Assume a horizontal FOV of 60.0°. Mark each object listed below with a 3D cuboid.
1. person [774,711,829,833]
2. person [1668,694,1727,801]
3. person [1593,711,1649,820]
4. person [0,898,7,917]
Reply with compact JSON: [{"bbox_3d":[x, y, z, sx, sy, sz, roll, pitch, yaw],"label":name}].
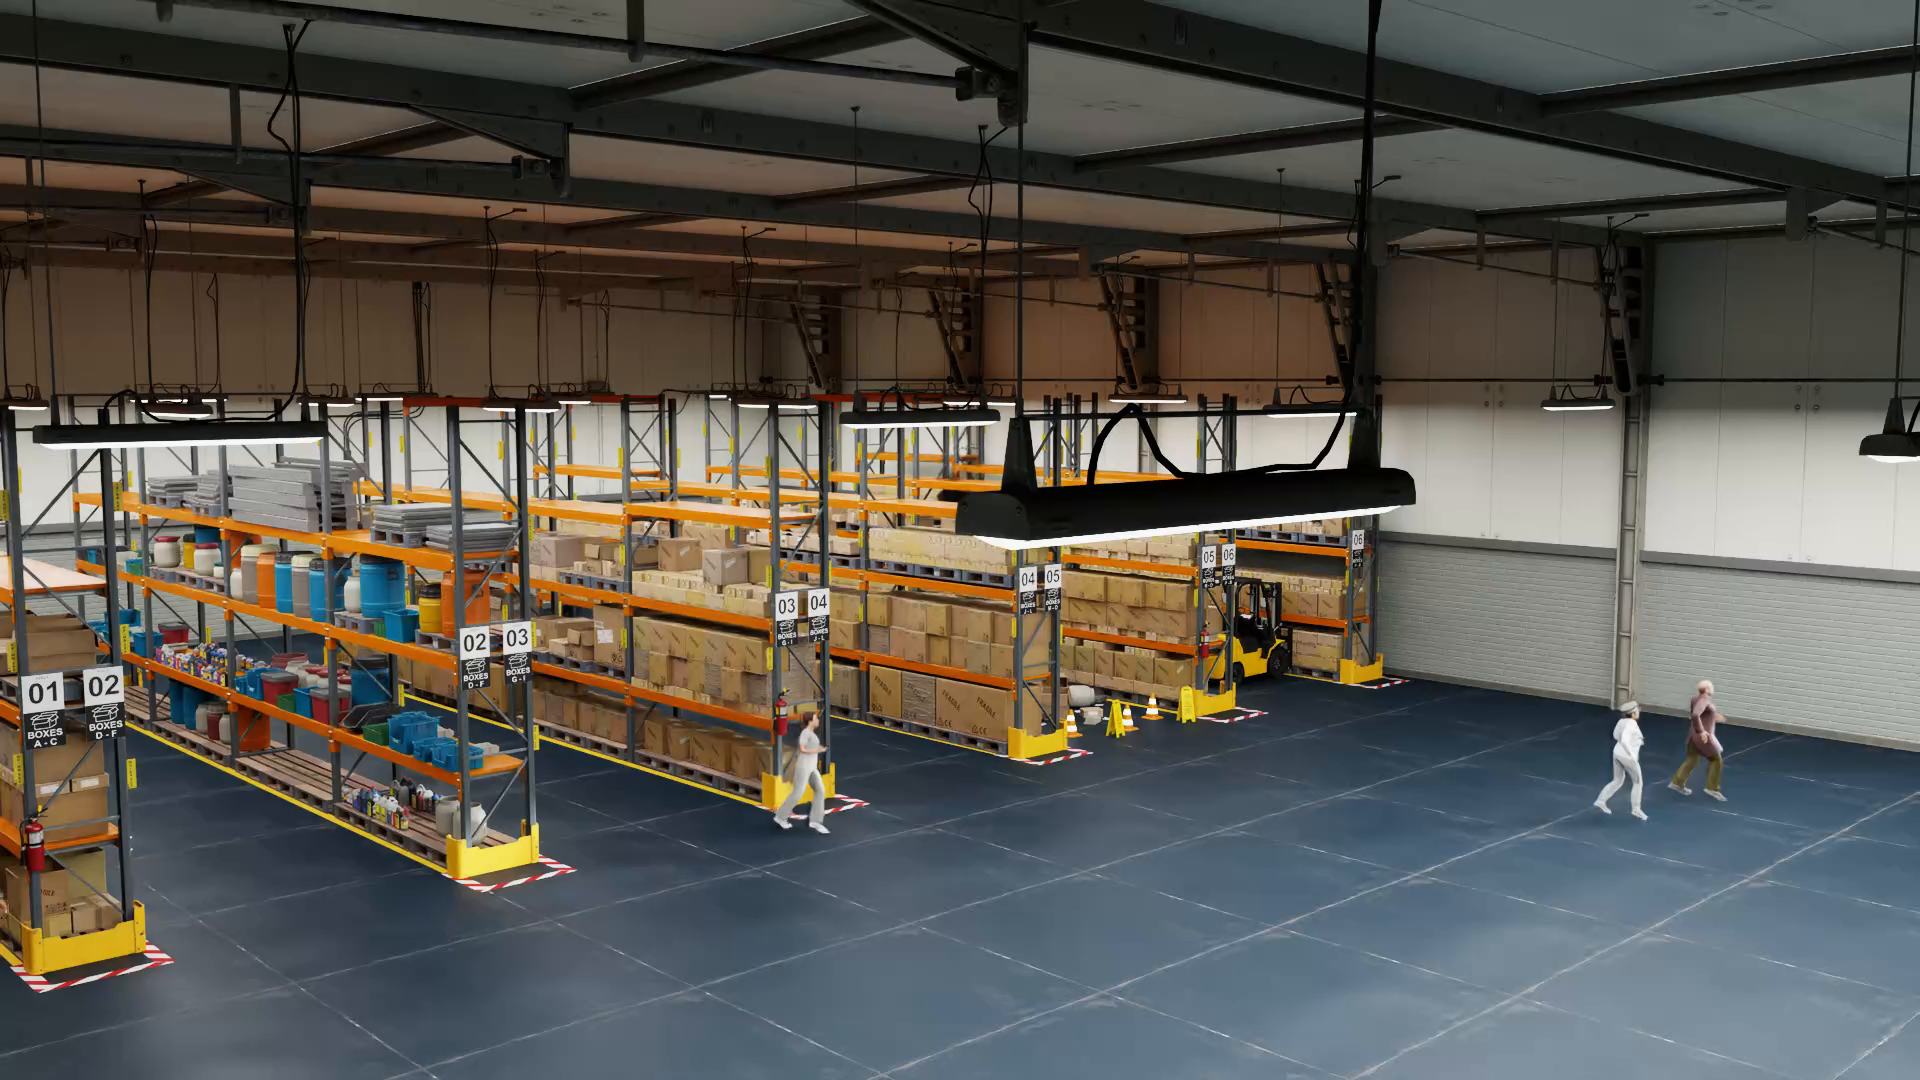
[{"bbox_3d":[-2.171,3.243,23.443,0.815,1.675,0.589,2,6,15],"label":"person"},{"bbox_3d":[11.148,3.128,25.122,0.846,1.638,0.688,0,6,-3],"label":"person"},{"bbox_3d":[9.537,3.199,23.952,0.796,1.678,0.609,-1,6,-7],"label":"person"},{"bbox_3d":[-10.132,3.826,17.005,0.565,1.605,0.622,2,6,16],"label":"person"}]
